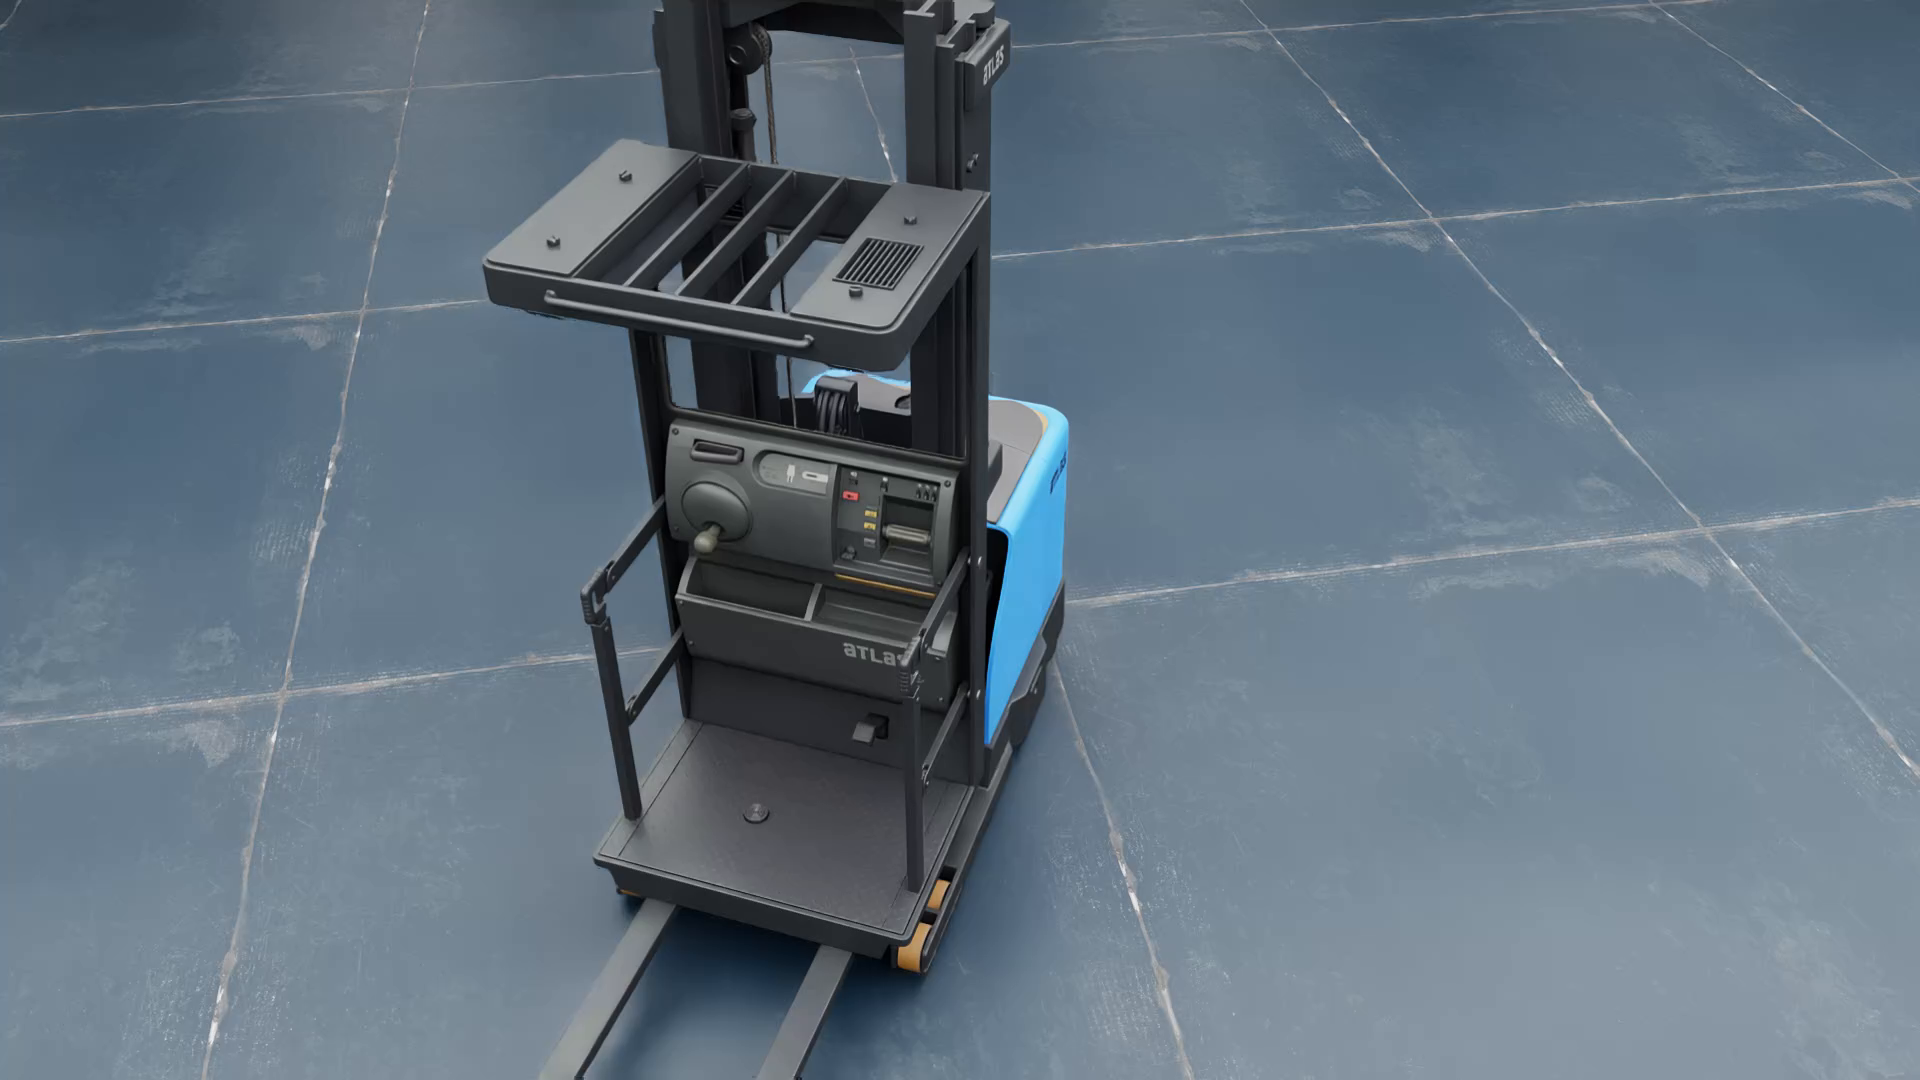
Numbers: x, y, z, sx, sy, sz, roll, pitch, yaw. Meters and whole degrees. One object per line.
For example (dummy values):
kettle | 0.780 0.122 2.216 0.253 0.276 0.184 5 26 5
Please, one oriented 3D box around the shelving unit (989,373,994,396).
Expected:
shelving unit | -0.001 -0.360 6.980 0.258 0.900 0.210 -6 38 -8

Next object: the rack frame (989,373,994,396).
rack frame | 0.016 -0.299 6.901 0.240 0.900 0.006 -6 38 -8

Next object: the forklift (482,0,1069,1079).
forklift | -0.527 -0.028 4.898 1.130 2.935 3.031 11 39 14
